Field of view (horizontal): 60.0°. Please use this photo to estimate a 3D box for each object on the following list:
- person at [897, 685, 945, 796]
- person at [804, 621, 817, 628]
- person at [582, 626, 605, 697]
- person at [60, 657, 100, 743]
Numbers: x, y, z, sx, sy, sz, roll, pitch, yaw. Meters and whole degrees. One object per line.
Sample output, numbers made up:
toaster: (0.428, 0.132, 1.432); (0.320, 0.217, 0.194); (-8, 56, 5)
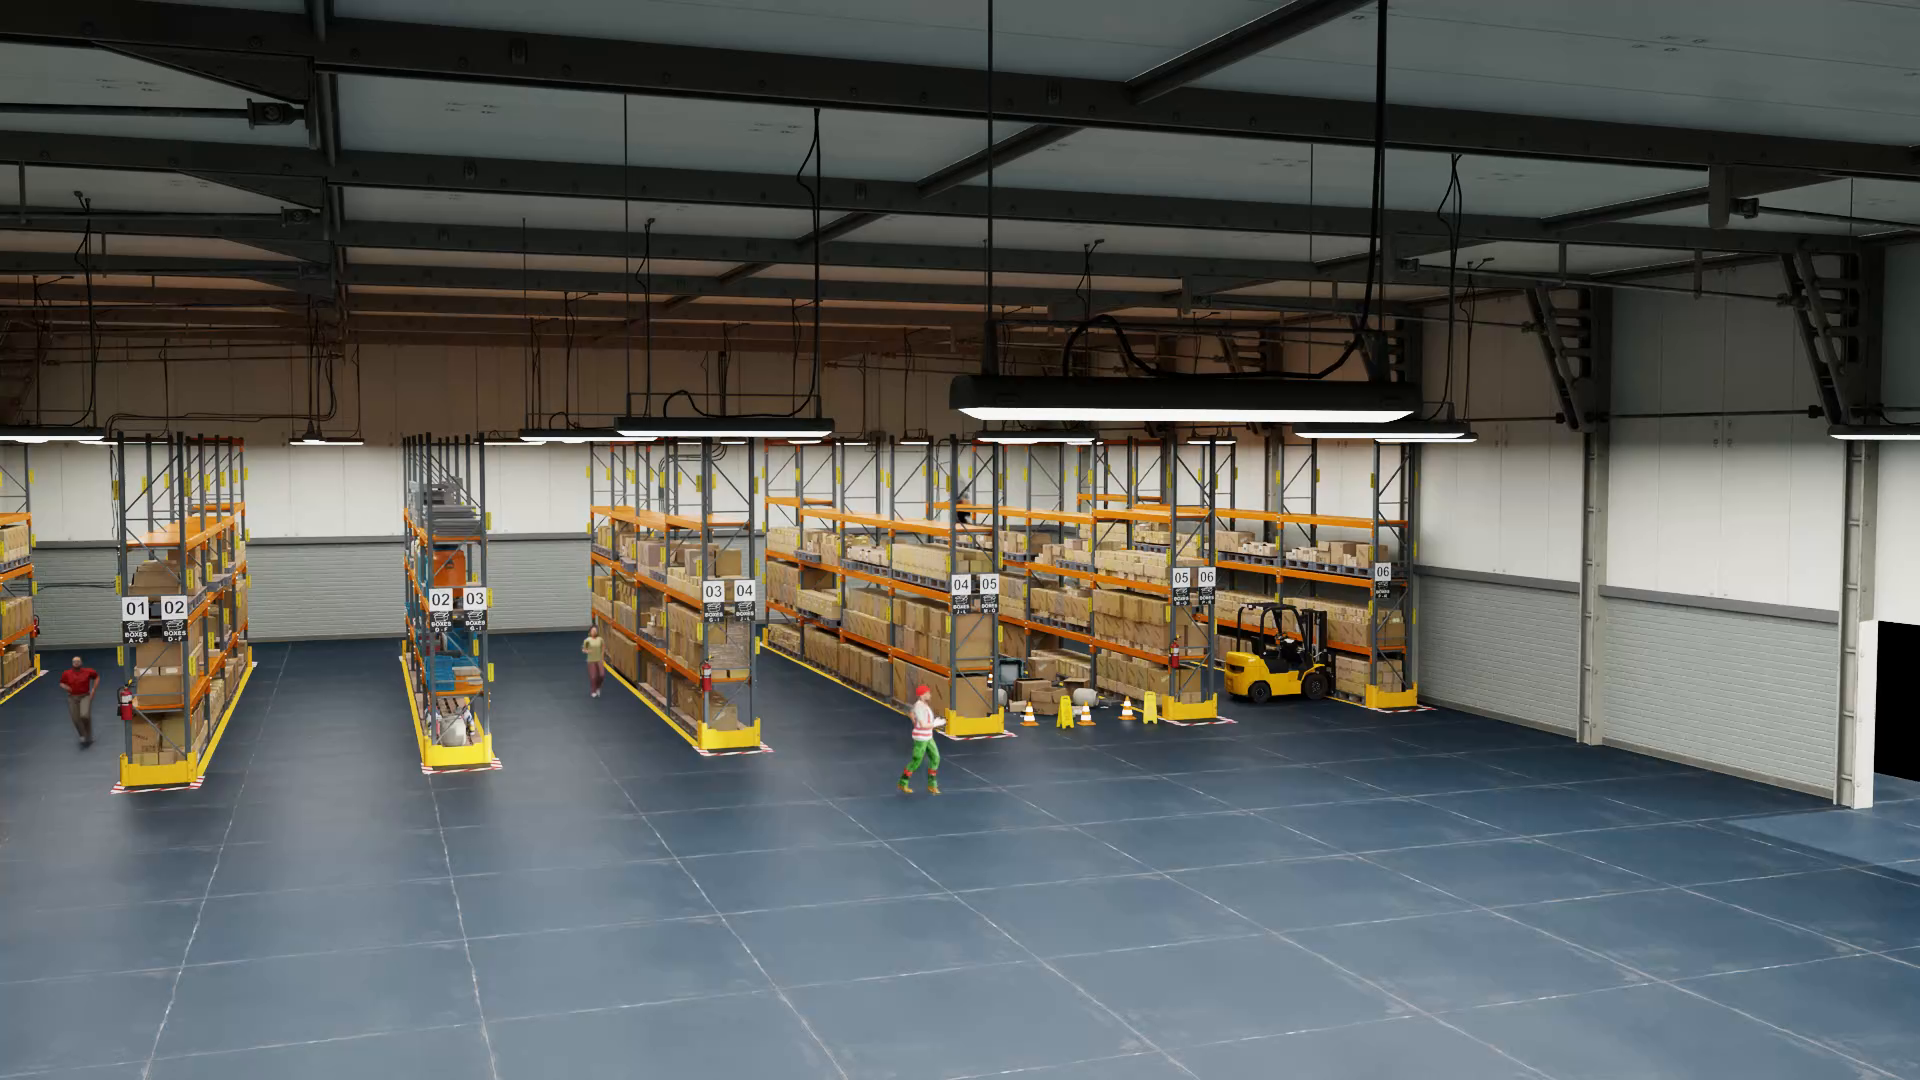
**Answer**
person: (-0.625, 3.310, 27.307); (0.819, 1.860, 0.649); (1, 3, 14)
person: (-4.592, 2.009, 50.423); (0.791, 1.757, 0.688); (-3, 4, -39)
person: (-8.340, 2.781, 38.057); (0.567, 1.631, 0.556); (-2, 4, -27)
person: (-17.003, 3.089, 32.098); (0.656, 1.691, 0.696); (-1, 3, -18)
